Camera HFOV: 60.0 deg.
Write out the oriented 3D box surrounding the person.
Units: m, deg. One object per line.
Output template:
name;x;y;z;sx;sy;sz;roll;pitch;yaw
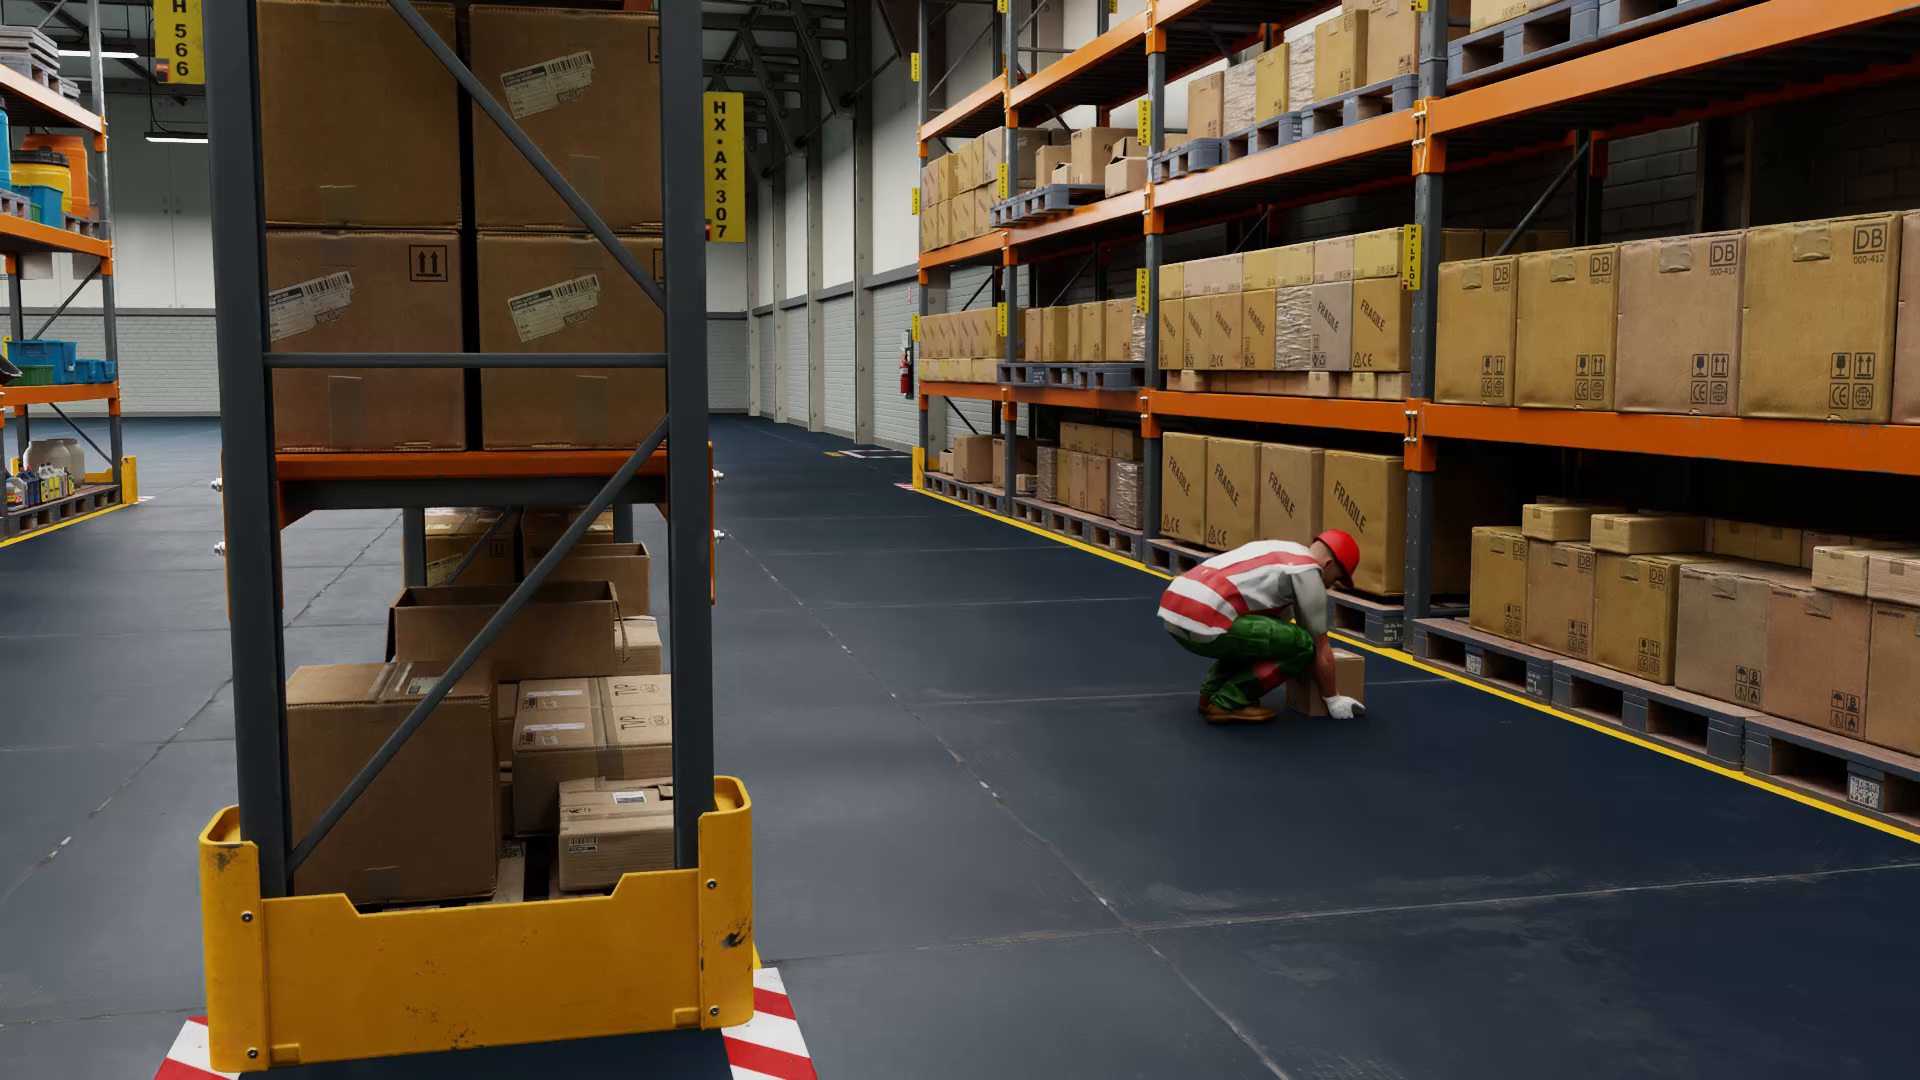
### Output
person;1.304;0.407;7.148;0.923;0.878;0.545;-2;6;-14
